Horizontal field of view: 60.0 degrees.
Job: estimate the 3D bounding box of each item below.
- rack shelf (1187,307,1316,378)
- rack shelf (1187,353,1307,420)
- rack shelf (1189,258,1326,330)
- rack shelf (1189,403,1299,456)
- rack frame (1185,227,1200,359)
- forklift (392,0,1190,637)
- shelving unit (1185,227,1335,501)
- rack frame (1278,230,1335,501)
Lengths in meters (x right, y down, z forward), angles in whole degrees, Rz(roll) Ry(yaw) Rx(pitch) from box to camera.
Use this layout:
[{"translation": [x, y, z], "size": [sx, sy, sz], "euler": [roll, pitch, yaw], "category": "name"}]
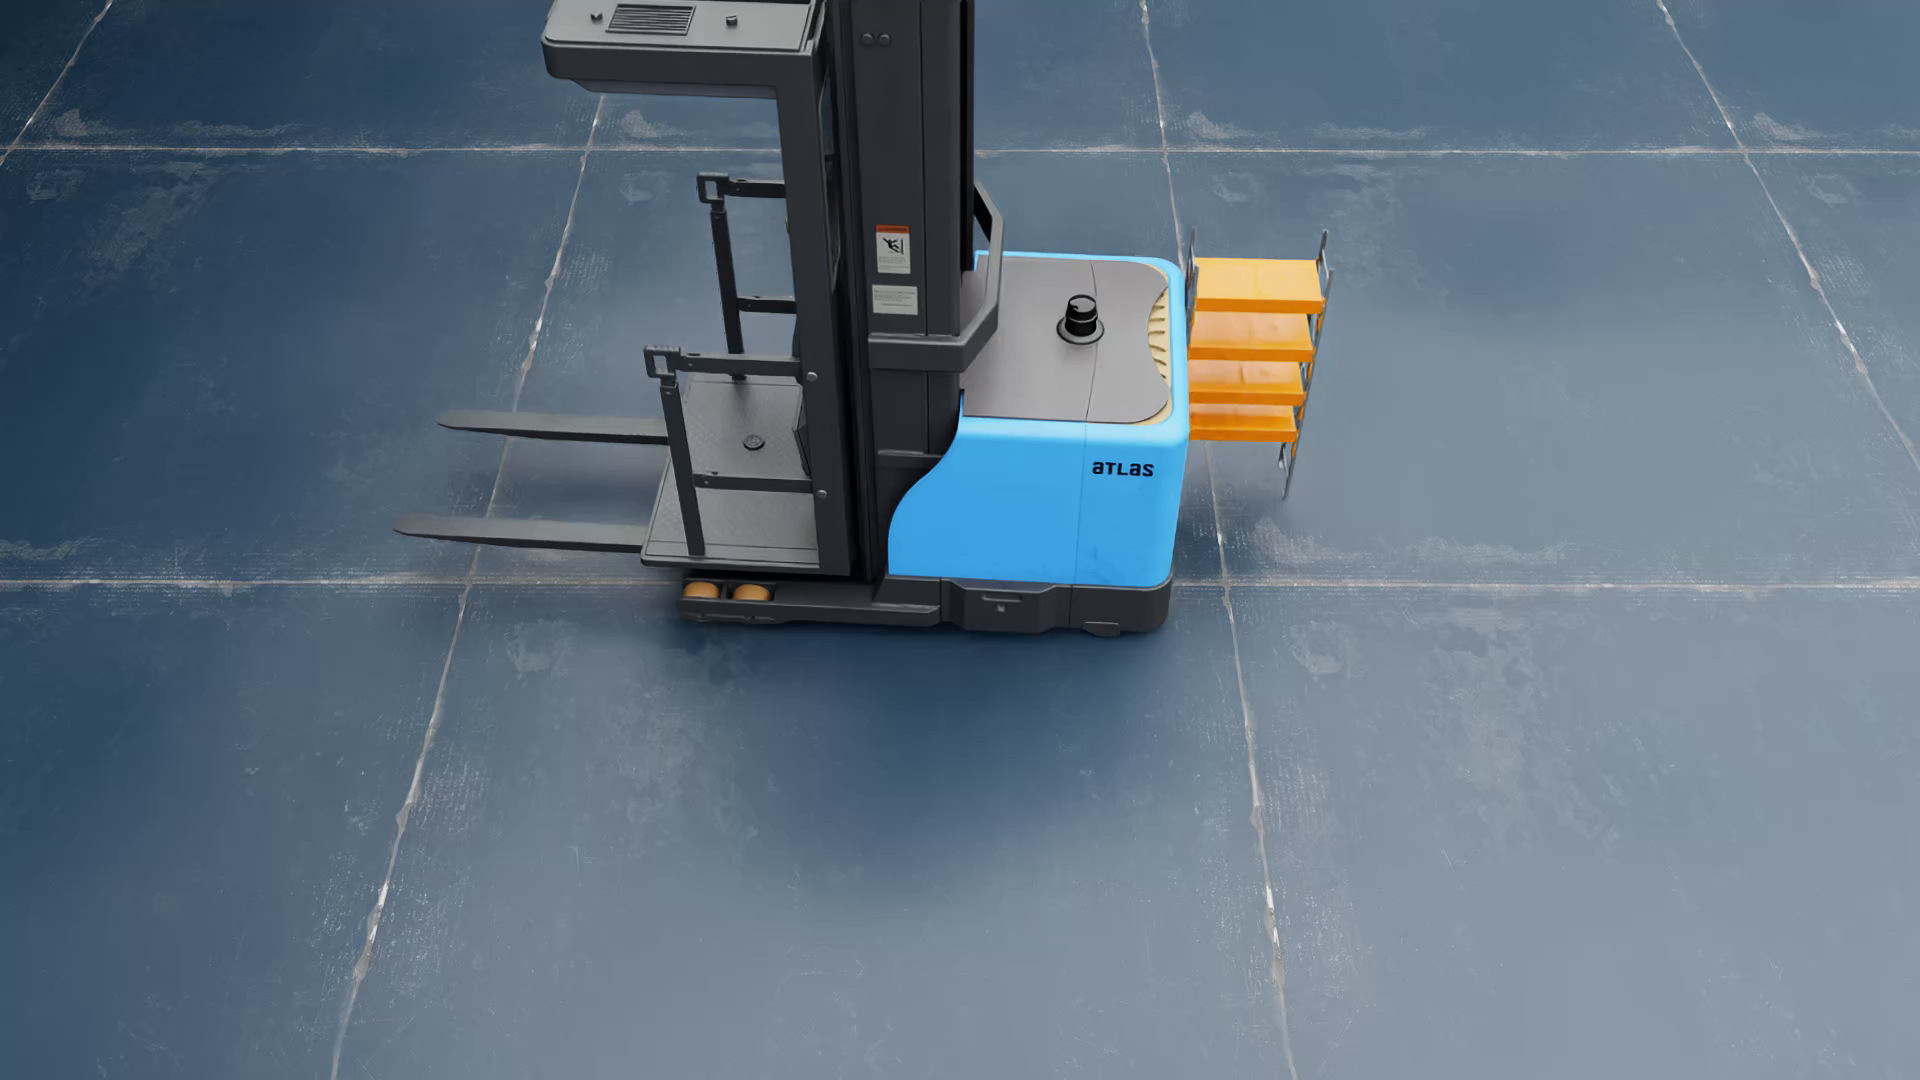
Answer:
[{"translation": [1.111, -0.771, 6.434], "size": [0.480, 0.148, 0.258], "euler": [2, 47, 1], "category": "rack shelf"}, {"translation": [1.111, -0.619, 6.598], "size": [0.480, 0.148, 0.258], "euler": [2, 47, 1], "category": "rack shelf"}, {"translation": [1.111, -0.933, 6.261], "size": [0.480, 0.148, 0.258], "euler": [2, 47, 1], "category": "rack shelf"}, {"translation": [1.111, -0.484, 6.744], "size": [0.480, 0.148, 0.258], "euler": [2, 47, 1], "category": "rack shelf"}, {"translation": [0.867, -0.672, 6.555], "size": [0.015, 1.200, 0.240], "euler": [2, 47, 1], "category": "rack frame"}, {"translation": [-0.683, -1.055, 5.729], "size": [3.031, 2.935, 1.130], "euler": [3, 47, 3], "category": "forklift"}, {"translation": [1.111, -0.665, 6.549], "size": [0.503, 1.200, 0.258], "euler": [2, 47, 1], "category": "shelving unit"}, {"translation": [1.355, -0.658, 6.543], "size": [0.015, 1.200, 0.240], "euler": [2, 47, 1], "category": "rack frame"}]
